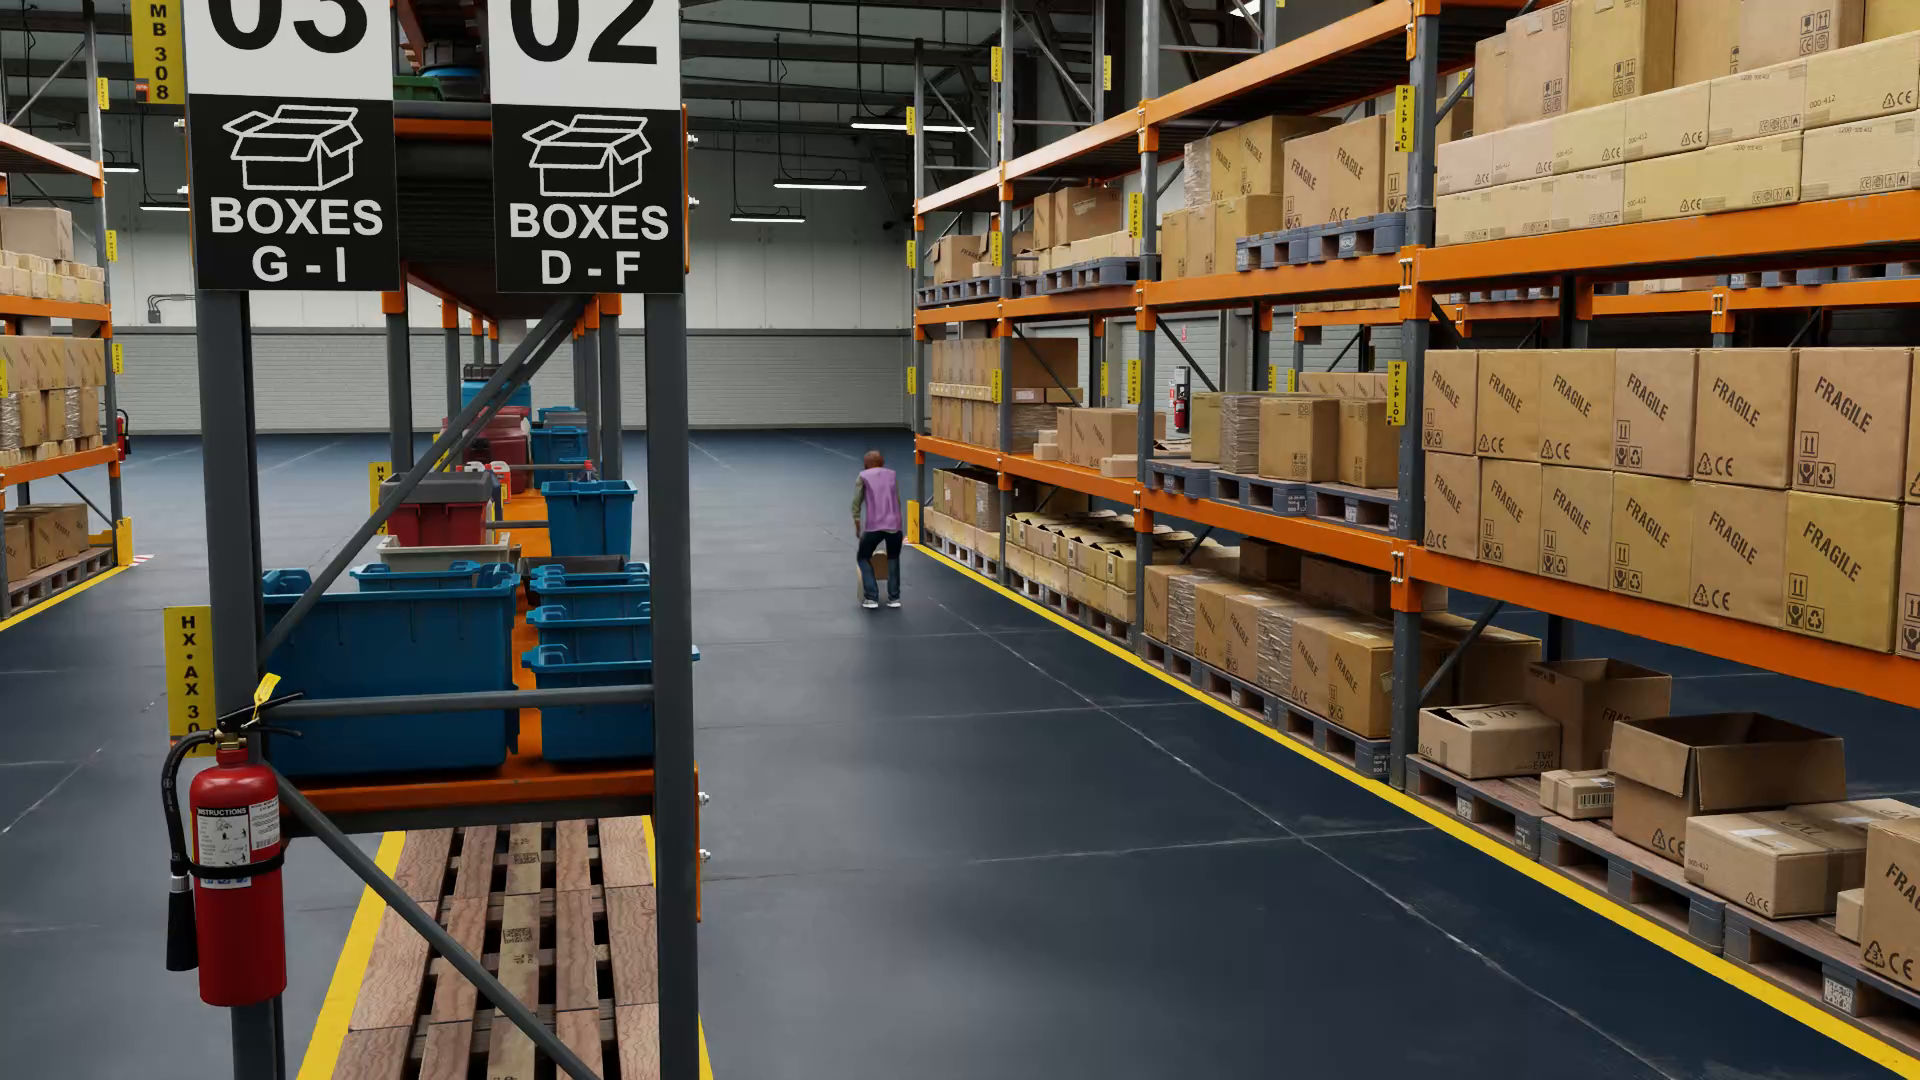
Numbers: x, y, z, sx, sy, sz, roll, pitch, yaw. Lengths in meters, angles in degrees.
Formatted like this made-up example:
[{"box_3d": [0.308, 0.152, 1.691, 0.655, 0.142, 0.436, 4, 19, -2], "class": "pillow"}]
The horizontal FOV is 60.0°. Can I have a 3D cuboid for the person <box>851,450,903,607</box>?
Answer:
[{"box_3d": [-0.748, -0.086, 15.054, 0.456, 1.408, 0.560, -1, 7, -13], "class": "person"}]
